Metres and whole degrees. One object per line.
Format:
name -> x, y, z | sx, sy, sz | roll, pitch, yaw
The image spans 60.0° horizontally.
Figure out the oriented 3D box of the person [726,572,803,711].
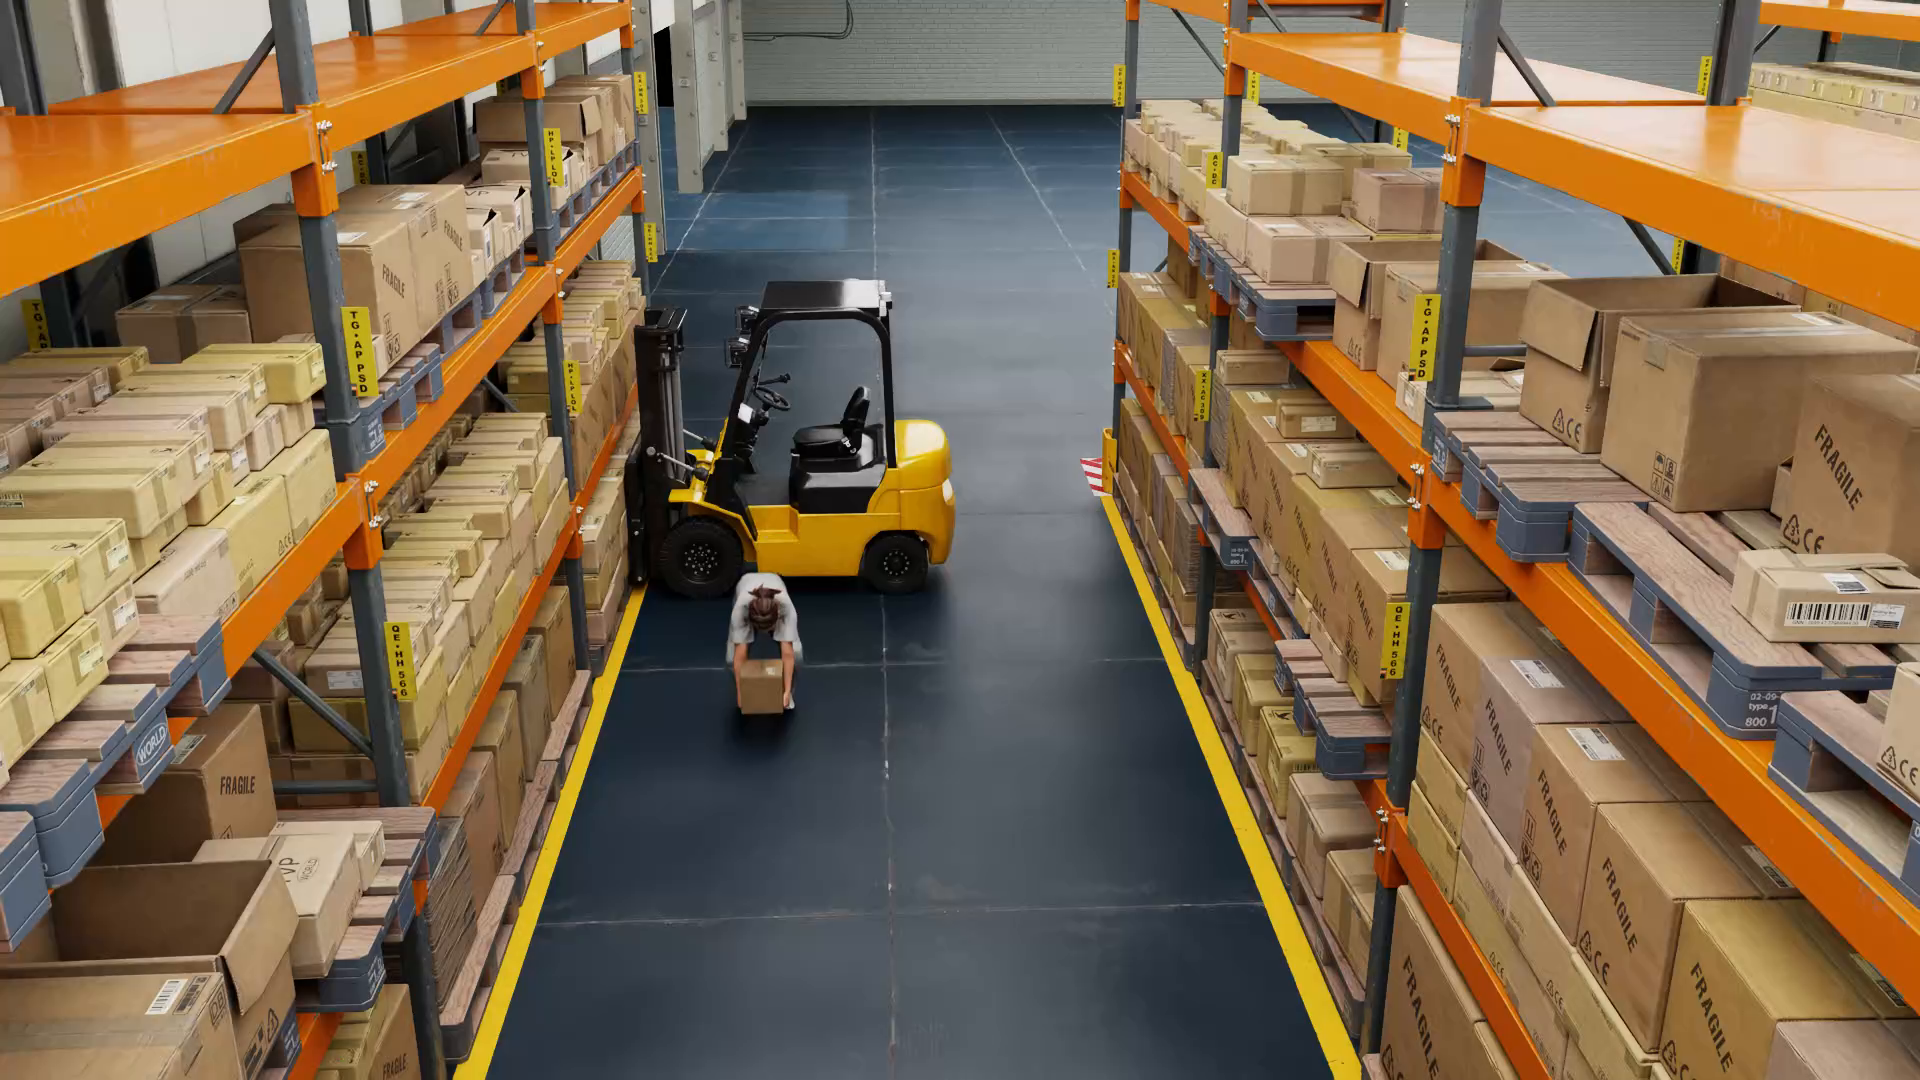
person -> -1.222, 0.652, 10.348 | 0.476, 0.966, 0.863 | -2, 21, -5
